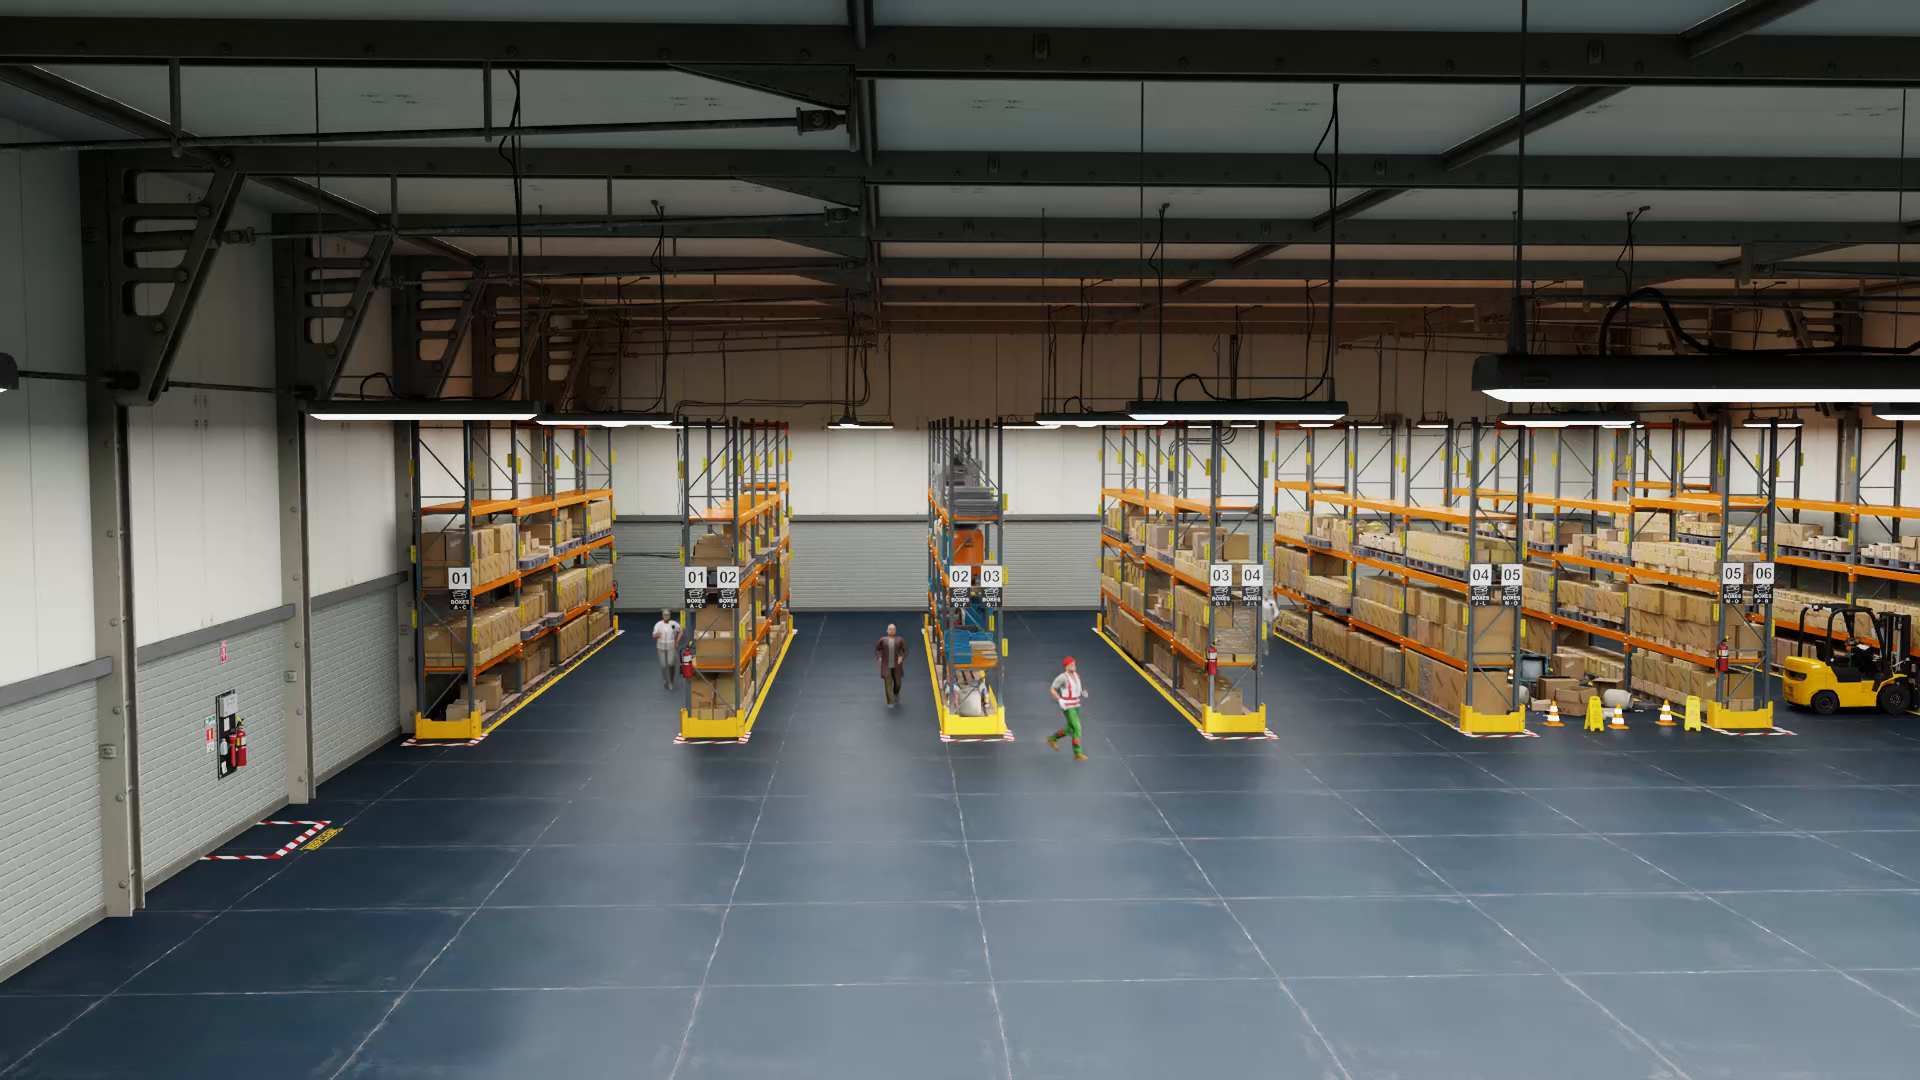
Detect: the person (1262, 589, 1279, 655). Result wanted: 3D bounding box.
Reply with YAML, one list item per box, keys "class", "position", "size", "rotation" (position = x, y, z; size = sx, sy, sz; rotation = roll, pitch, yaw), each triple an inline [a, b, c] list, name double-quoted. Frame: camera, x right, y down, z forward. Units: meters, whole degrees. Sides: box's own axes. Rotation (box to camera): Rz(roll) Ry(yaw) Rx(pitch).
- class: "person"
  position: [7.911, 2.104, 42.863]
  size: [0.613, 1.687, 0.681]
  rotation: [0, 4, 6]

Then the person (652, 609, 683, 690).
- class: "person"
  position: [-6.511, 2.441, 36.955]
  size: [0.640, 1.825, 0.727]
  rotation: [0, 4, -1]

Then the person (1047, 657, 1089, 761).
- class: "person"
  position: [1.906, 2.935, 29.130]
  size: [0.881, 1.788, 0.643]
  rotation: [3, 5, 38]

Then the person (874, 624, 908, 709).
- class: "person"
  position: [-1.426, 2.609, 34.429]
  size: [0.713, 1.730, 0.754]
  rotation: [0, 4, -3]
